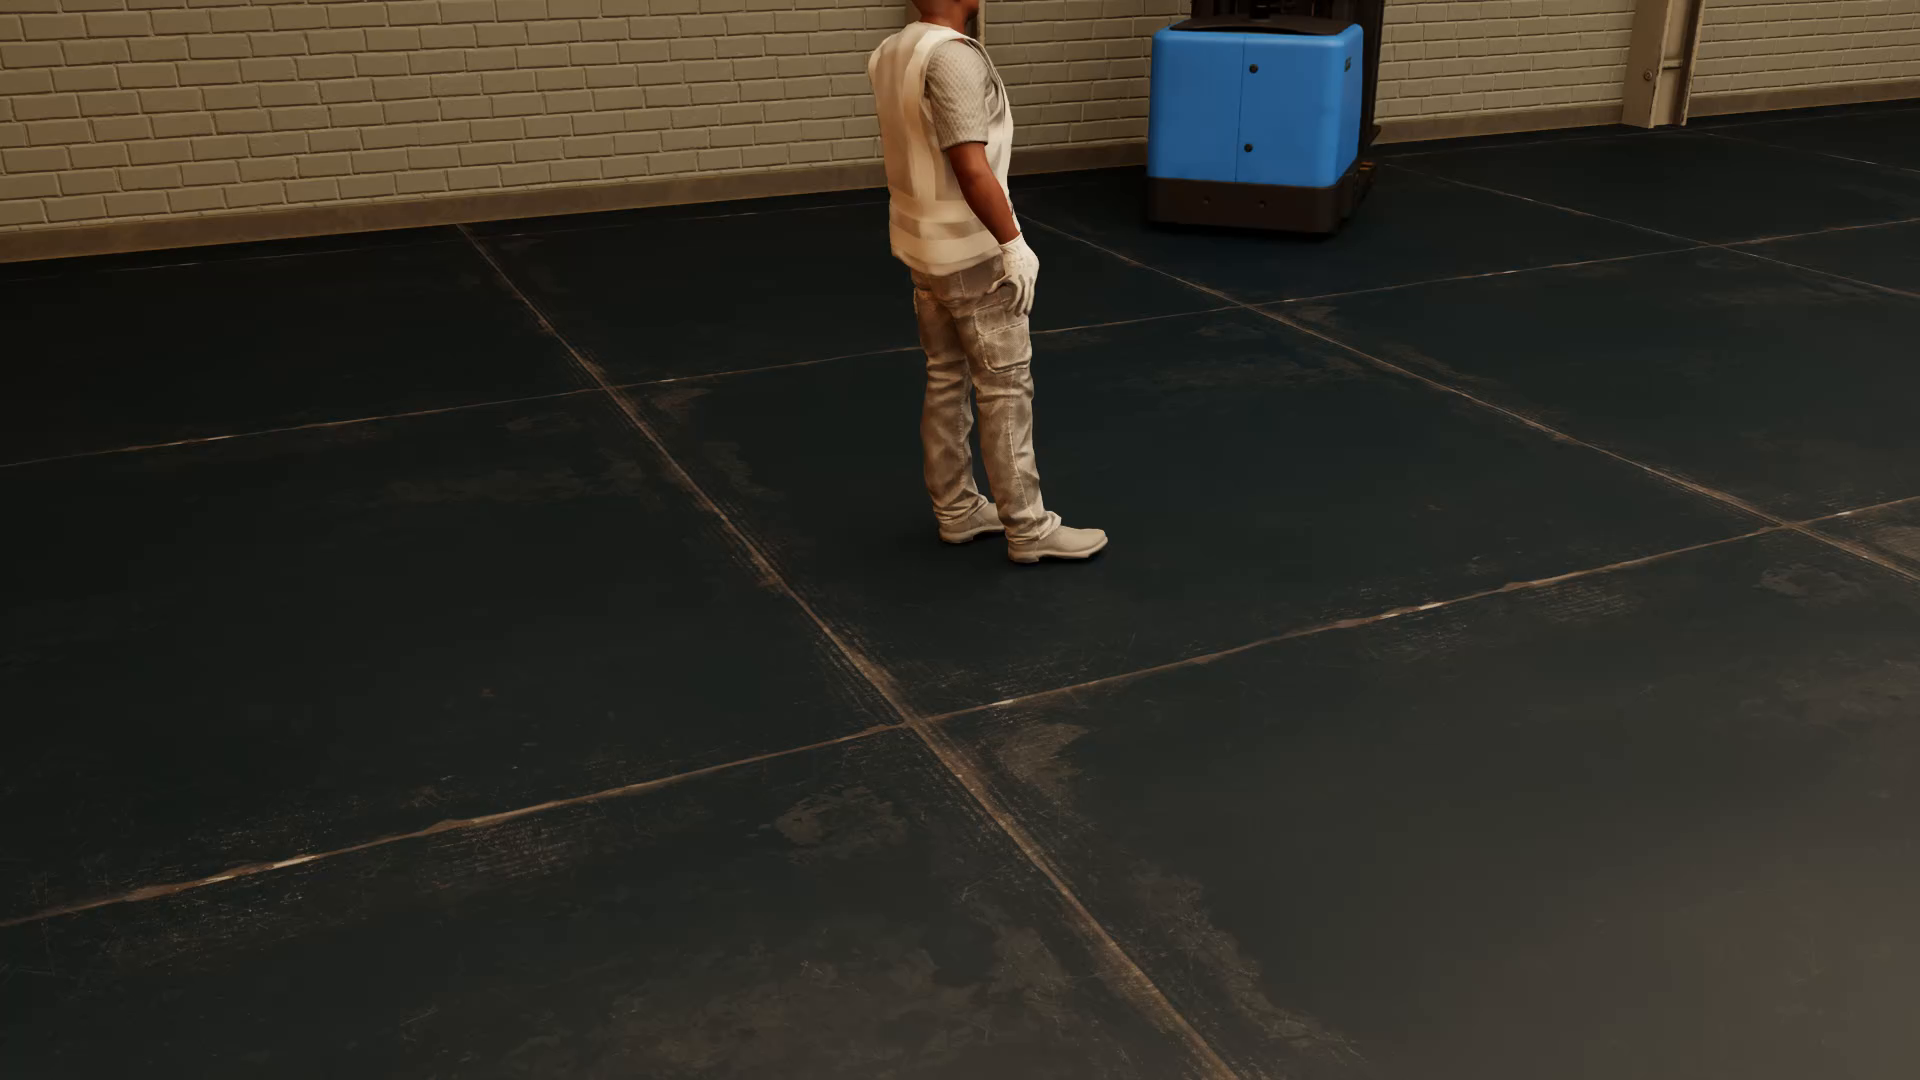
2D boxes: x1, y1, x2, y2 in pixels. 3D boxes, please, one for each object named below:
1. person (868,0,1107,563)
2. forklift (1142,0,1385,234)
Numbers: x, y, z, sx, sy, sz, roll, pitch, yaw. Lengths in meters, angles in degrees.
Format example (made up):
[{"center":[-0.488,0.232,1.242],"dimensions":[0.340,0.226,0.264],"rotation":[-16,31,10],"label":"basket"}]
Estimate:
[{"center":[0.069,-0.839,4.783],"dimensions":[0.575,1.785,0.657],"rotation":[-10,25,-23],"label":"person"},{"center":[1.977,-3.525,9.772],"dimensions":[1.130,2.935,3.031],"rotation":[8,24,18],"label":"forklift"}]
